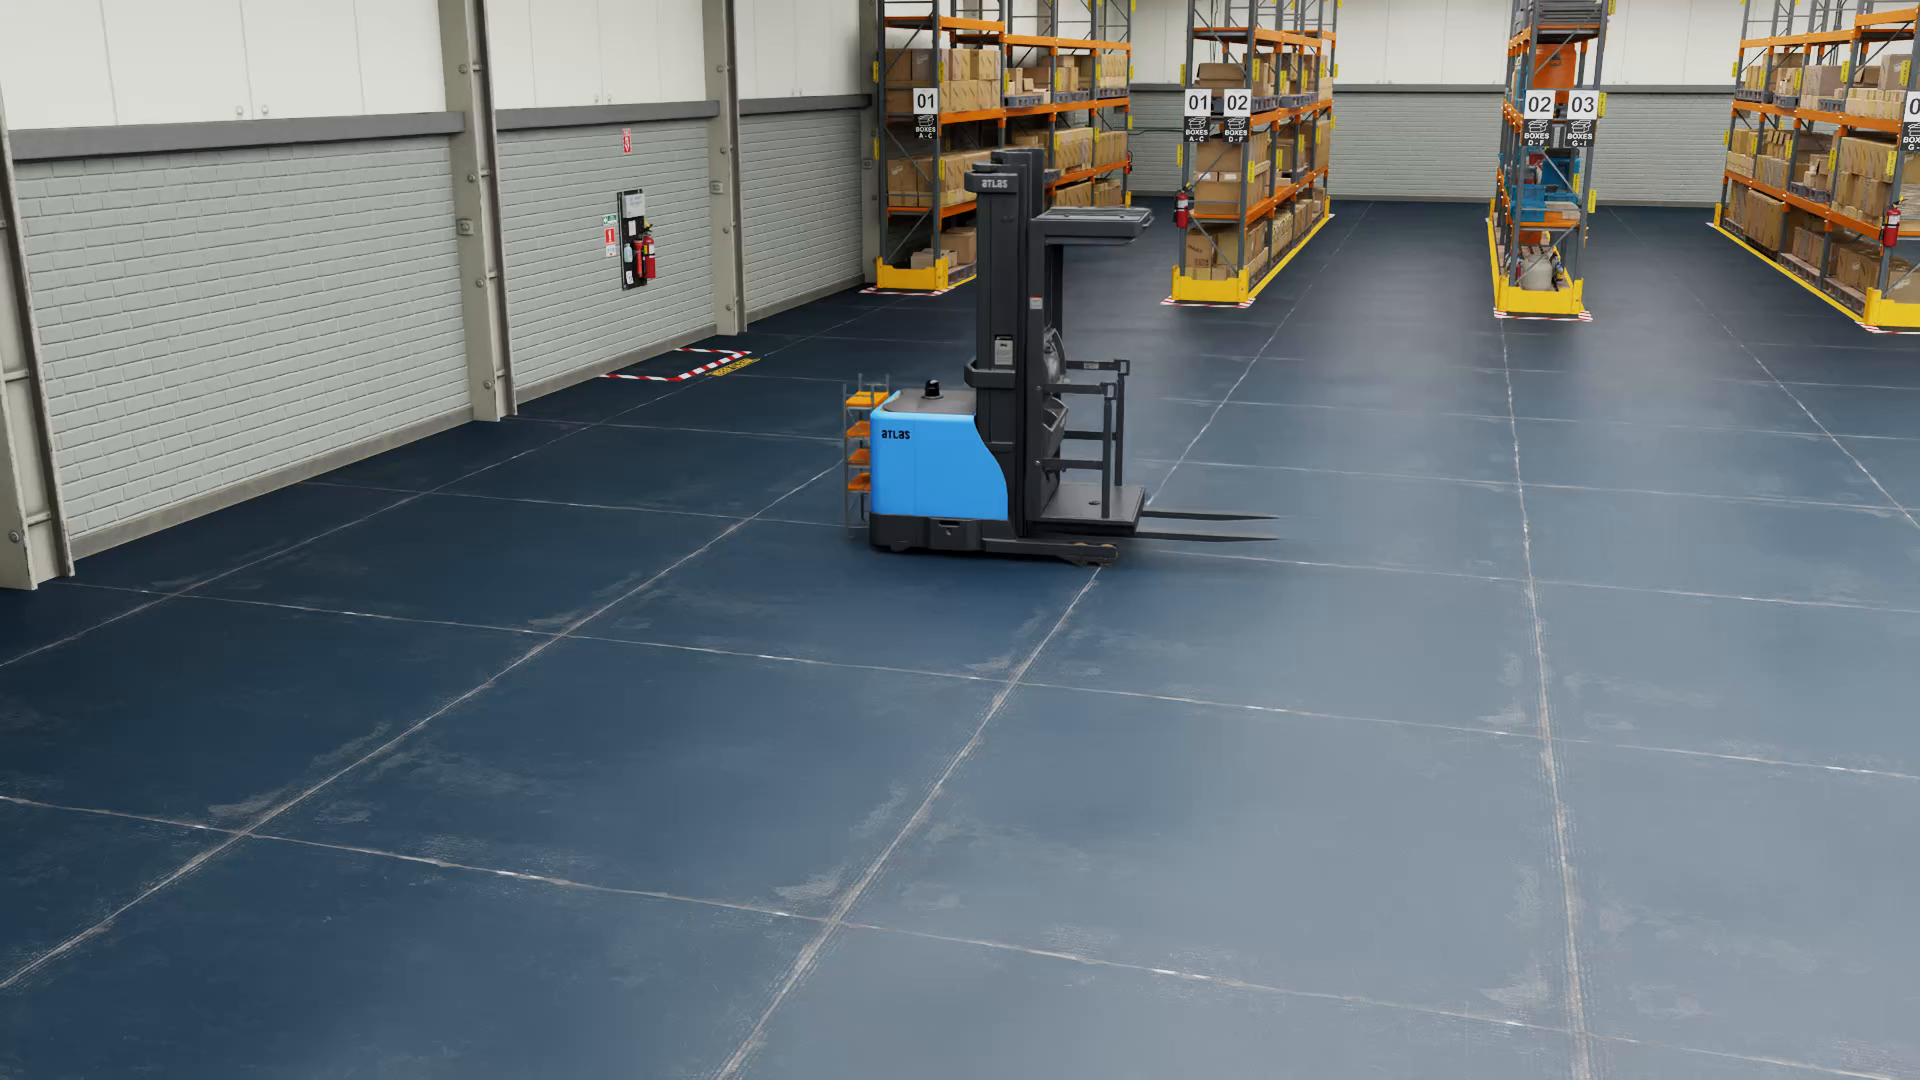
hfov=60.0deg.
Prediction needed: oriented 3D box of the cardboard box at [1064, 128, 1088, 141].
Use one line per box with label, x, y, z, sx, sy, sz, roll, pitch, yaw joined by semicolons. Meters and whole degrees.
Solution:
cardboard box;2.551;-9.042;37.070;0.500;0.250;0.500;5;17;17

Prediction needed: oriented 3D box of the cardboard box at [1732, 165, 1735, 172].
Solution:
cardboard box;17.270;-8.192;36.675;0.380;0.149;0.250;4;16;15

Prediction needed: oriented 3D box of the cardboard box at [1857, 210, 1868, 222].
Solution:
cardboard box;13.639;-4.833;24.834;0.380;0.149;0.250;5;16;16

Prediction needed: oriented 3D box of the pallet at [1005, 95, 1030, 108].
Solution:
pallet;0.597;-8.168;30.977;1.213;0.211;1.003;5;16;16

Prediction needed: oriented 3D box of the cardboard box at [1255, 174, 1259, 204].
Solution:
cardboard box;4.660;-5.941;28.095;0.700;0.500;0.500;5;17;17

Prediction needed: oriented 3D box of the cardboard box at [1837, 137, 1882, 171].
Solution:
cardboard box;14.195;-6.084;26.221;0.500;0.500;0.500;5;16;16

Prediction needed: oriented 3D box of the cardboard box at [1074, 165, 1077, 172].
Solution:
cardboard box;2.365;-8.204;36.682;0.380;0.149;0.250;4;16;14

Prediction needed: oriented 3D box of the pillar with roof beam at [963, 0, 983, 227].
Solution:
pillar with roof beam;4.385;-9.988;31.551;9.100;9.000;0.400;5;16;16

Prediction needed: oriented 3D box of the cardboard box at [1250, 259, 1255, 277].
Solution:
cardboard box;4.580;-4.496;27.455;0.500;0.250;0.500;5;16;16

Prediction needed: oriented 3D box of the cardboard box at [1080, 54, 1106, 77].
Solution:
cardboard box;3.065;-10.902;38.218;0.500;0.500;0.500;4;16;15

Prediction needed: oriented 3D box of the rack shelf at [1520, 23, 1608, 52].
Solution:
rack shelf;9.250;-7.718;25.601;1.077;0.370;4.000;5;16;16

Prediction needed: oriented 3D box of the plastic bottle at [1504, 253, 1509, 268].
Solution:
plastic bottle;9.307;-4.743;28.250;0.097;0.271;0.097;0;16;0

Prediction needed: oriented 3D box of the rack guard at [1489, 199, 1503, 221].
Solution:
rack guard;13.223;-7.838;39.547;1.175;0.500;0.348;5;16;16

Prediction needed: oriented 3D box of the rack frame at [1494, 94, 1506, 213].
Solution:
rack frame;13.228;-9.033;39.180;1.000;3.000;0.127;5;16;16

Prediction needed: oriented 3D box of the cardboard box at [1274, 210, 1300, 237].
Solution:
cardboard box;6.610;-6.431;33.781;0.500;0.500;0.500;5;17;18

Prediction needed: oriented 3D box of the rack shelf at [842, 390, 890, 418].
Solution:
rack shelf;-0.722;-1.038;12.850;0.258;0.148;0.480;3;16;10

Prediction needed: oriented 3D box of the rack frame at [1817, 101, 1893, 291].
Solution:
rack frame;14.567;-5.510;26.757;1.000;3.000;0.127;5;16;16

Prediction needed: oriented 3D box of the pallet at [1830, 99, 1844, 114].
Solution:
pallet;14.845;-7.016;26.914;1.213;0.211;1.003;5;16;16

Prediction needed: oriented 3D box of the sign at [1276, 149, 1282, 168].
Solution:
sign;5.603;-6.691;29.190;0.100;0.325;0.005;5;16;16

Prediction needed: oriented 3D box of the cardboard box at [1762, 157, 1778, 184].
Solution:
cardboard box;16.185;-7.287;32.841;0.500;0.500;0.500;4;16;15

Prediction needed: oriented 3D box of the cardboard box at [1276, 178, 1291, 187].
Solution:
cardboard box;6.216;-6.948;32.288;0.380;0.149;0.250;5;16;16

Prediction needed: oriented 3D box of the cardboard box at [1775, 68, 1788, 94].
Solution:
cardboard box;16.685;-9.143;33.118;0.700;0.500;0.500;5;17;17

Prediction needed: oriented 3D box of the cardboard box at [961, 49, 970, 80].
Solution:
cardboard box;-0.149;-7.942;27.782;0.500;0.500;0.500;5;17;17

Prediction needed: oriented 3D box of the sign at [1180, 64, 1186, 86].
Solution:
sign;3.417;-7.109;25.421;0.100;0.325;0.005;5;16;16

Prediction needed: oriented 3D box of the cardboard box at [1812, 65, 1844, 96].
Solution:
cardboard box;15.040;-7.920;28.660;0.500;0.500;0.500;4;16;14

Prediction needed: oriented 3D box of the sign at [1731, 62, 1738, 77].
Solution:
sign;17.447;-10.595;37.444;0.100;0.325;0.005;5;16;16

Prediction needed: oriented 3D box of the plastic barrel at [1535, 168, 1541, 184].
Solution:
plastic barrel;10.748;-6.598;30.390;0.421;0.512;0.421;0;16;0

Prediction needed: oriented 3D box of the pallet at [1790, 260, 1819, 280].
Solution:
pallet;15.132;-4.692;28.985;1.003;0.211;1.213;5;16;16

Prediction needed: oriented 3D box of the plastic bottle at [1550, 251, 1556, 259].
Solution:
plastic bottle;9.912;-4.640;27.740;0.144;0.351;0.185;4;16;14

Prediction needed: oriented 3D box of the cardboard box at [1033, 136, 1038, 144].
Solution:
cardboard box;1.387;-8.188;34.021;0.380;0.149;0.250;2;16;9

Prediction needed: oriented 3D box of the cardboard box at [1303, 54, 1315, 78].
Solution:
cardboard box;7.445;-10.474;36.748;0.700;0.500;0.500;5;16;16

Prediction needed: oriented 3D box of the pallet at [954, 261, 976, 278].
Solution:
pallet;-0.182;-4.822;29.442;1.003;0.211;1.213;5;16;16

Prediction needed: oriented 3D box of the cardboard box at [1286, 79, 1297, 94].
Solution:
cardboard box;6.299;-8.933;33.147;0.910;0.500;0.500;5;16;16

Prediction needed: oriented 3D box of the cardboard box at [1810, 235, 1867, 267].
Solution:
cardboard box;15.074;-4.947;28.550;0.700;0.500;0.500;3;16;11

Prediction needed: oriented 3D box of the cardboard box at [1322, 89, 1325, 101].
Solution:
cardboard box;8.008;-10.112;37.761;0.500;0.250;0.500;5;16;16

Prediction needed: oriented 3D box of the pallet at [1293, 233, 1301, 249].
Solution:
pallet;6.455;-6.176;34.218;1.003;0.211;1.213;5;16;16

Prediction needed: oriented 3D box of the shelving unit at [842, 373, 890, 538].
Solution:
shelving unit;-0.722;-0.660;12.957;0.258;1.200;0.503;3;16;10

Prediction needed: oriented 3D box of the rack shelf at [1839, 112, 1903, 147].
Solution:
rack shelf;13.999;-6.083;24.601;1.077;0.370;4.000;5;16;16

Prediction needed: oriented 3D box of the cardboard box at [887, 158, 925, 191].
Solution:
cardboard box;-0.887;-6.054;27.539;0.500;0.500;0.500;4;16;15

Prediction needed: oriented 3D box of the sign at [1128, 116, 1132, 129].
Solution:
sign;4.246;-10.427;41.537;0.100;0.325;0.005;5;16;16

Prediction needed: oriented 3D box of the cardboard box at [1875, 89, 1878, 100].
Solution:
cardboard box;13.804;-6.597;24.639;0.380;0.149;0.250;5;17;17

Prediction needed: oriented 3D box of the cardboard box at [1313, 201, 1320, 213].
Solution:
cardboard box;8.263;-7.900;39.416;0.500;0.250;0.500;5;16;16

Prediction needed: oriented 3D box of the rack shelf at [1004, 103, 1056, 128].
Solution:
rack shelf;0.888;-8.282;32.354;1.077;0.370;4.000;5;16;16

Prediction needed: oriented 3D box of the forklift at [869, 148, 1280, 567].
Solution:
forklift;0.886;-1.372;12.294;3.031;2.935;1.130;3;16;10

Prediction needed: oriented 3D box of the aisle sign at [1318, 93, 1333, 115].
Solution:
aisle sign;8.793;-10.663;40.162;0.394;0.787;0.004;5;16;16

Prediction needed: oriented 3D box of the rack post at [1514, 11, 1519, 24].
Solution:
rack post;11.822;-10.619;33.914;0.937;0.300;0.954;4;16;15

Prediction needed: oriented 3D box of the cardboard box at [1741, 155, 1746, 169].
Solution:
cardboard box;17.004;-8.079;35.544;0.500;0.250;0.500;5;17;17

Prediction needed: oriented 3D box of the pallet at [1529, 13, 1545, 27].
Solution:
pallet;9.266;-7.959;25.476;1.003;0.211;1.213;5;16;16

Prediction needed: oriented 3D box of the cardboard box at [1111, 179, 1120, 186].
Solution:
cardboard box;3.765;-8.874;41.243;0.380;0.149;0.250;4;16;15

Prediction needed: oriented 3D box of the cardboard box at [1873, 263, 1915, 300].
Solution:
cardboard box;13.761;-3.784;24.484;0.500;0.500;0.500;10;18;30

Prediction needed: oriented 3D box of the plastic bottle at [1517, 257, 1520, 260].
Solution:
plastic bottle;9.266;-4.567;27.626;0.097;0.271;0.097;0;16;0

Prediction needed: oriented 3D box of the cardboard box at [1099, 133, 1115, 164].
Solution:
cardboard box;3.173;-9.422;40.000;0.980;0.700;0.700;4;16;13
